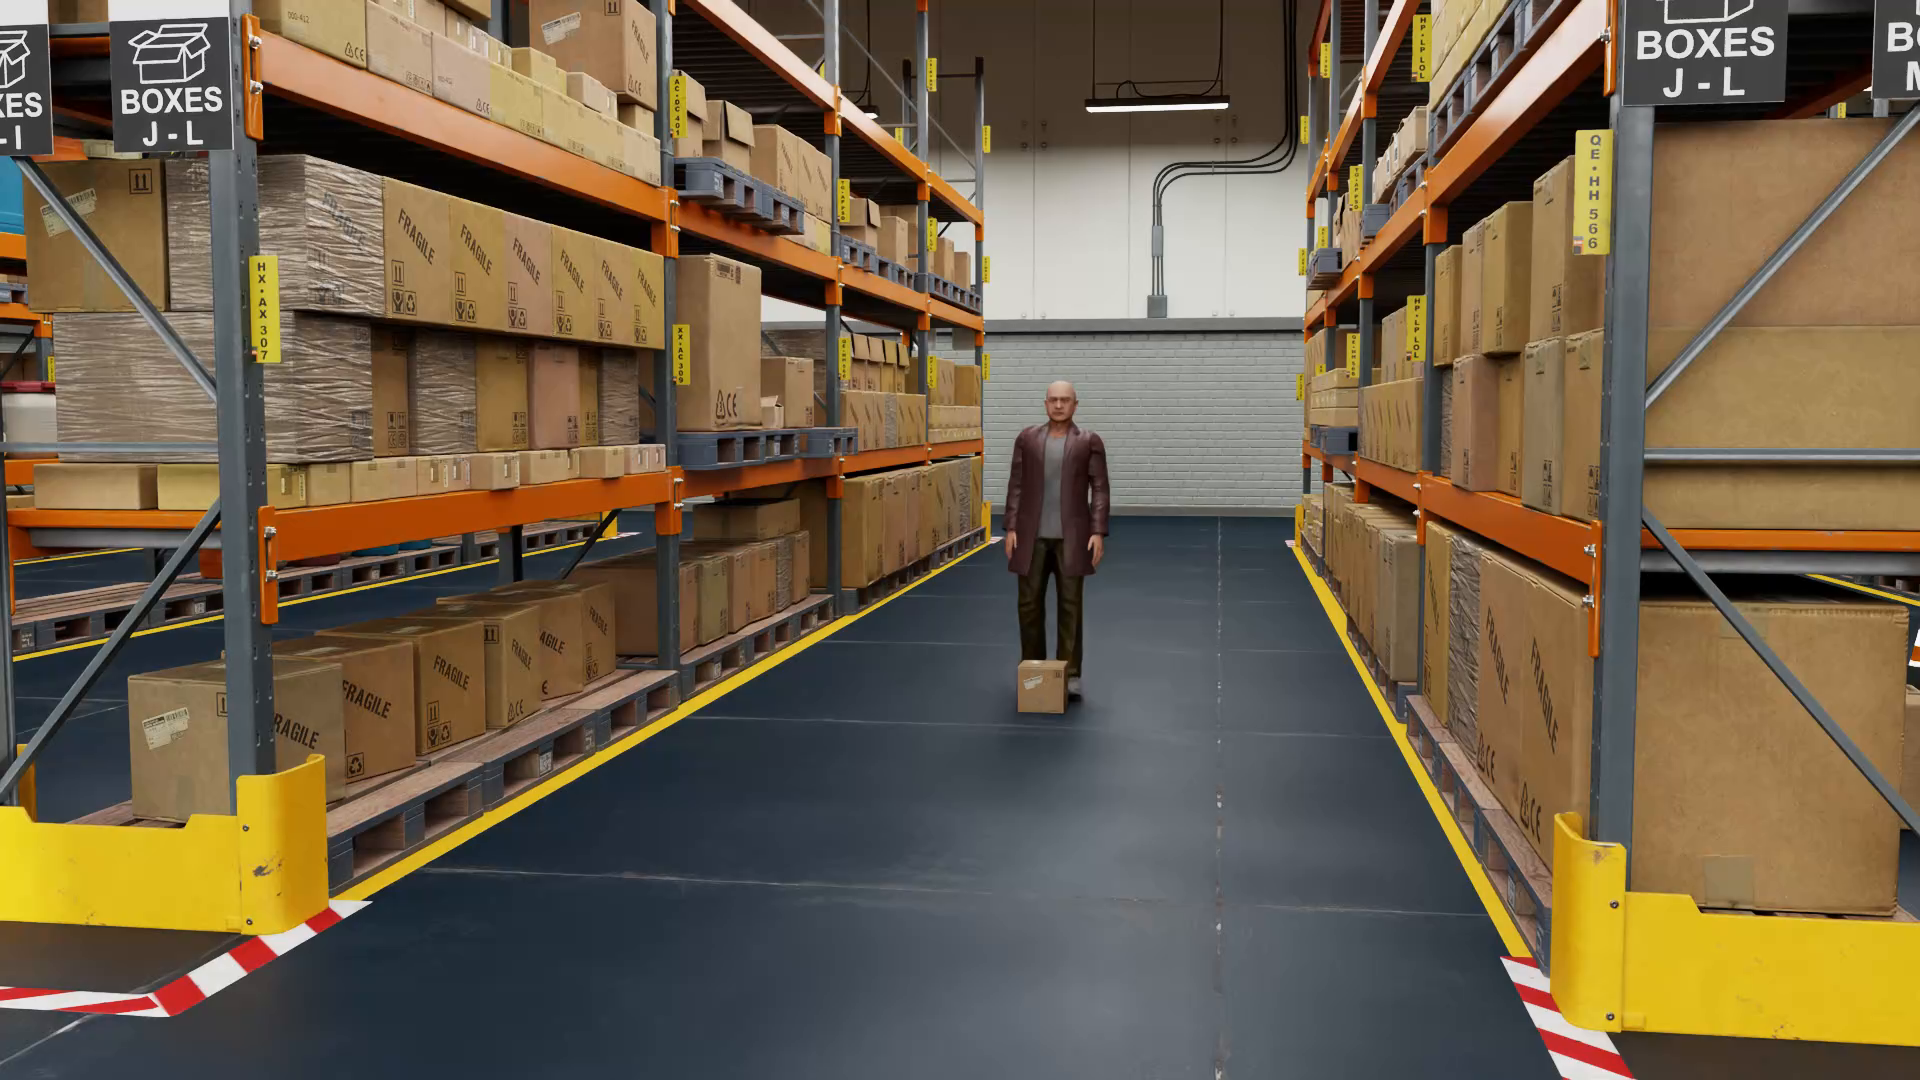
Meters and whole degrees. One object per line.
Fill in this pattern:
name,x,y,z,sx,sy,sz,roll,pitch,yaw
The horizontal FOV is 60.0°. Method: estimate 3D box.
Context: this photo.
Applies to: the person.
person,0.541,0.016,9.512,0.623,1.848,0.471,1,4,9
